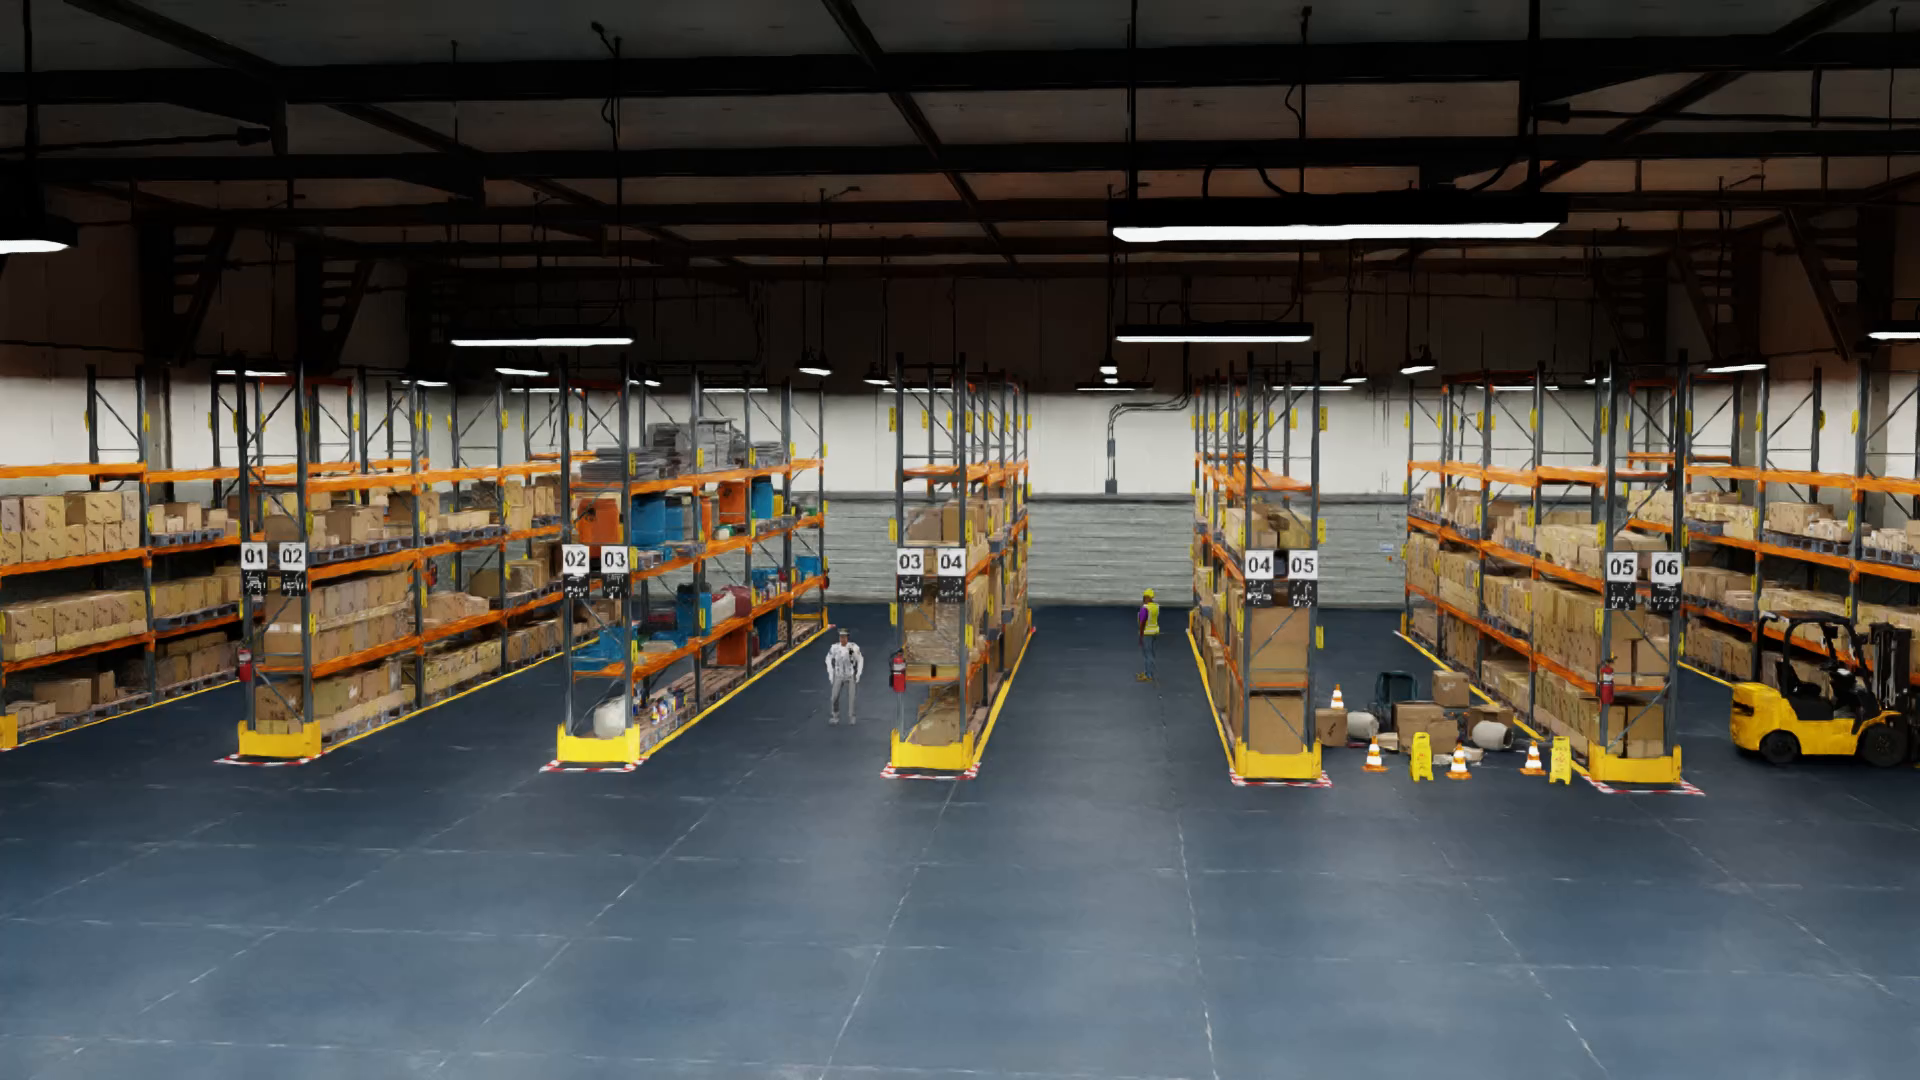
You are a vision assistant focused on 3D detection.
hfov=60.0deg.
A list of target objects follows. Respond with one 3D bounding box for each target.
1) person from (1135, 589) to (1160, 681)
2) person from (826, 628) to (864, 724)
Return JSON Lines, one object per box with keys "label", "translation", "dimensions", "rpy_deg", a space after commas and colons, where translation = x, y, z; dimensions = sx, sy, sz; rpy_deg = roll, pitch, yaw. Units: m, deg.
{"label": "person", "translation": [3.593, 1.819, 32.169], "dimensions": [0.502, 1.764, 0.623], "rpy_deg": [3, 5, 37]}
{"label": "person", "translation": [-1.922, 2.239, 27.527], "dimensions": [0.610, 1.632, 0.512], "rpy_deg": [0, 4, 3]}
